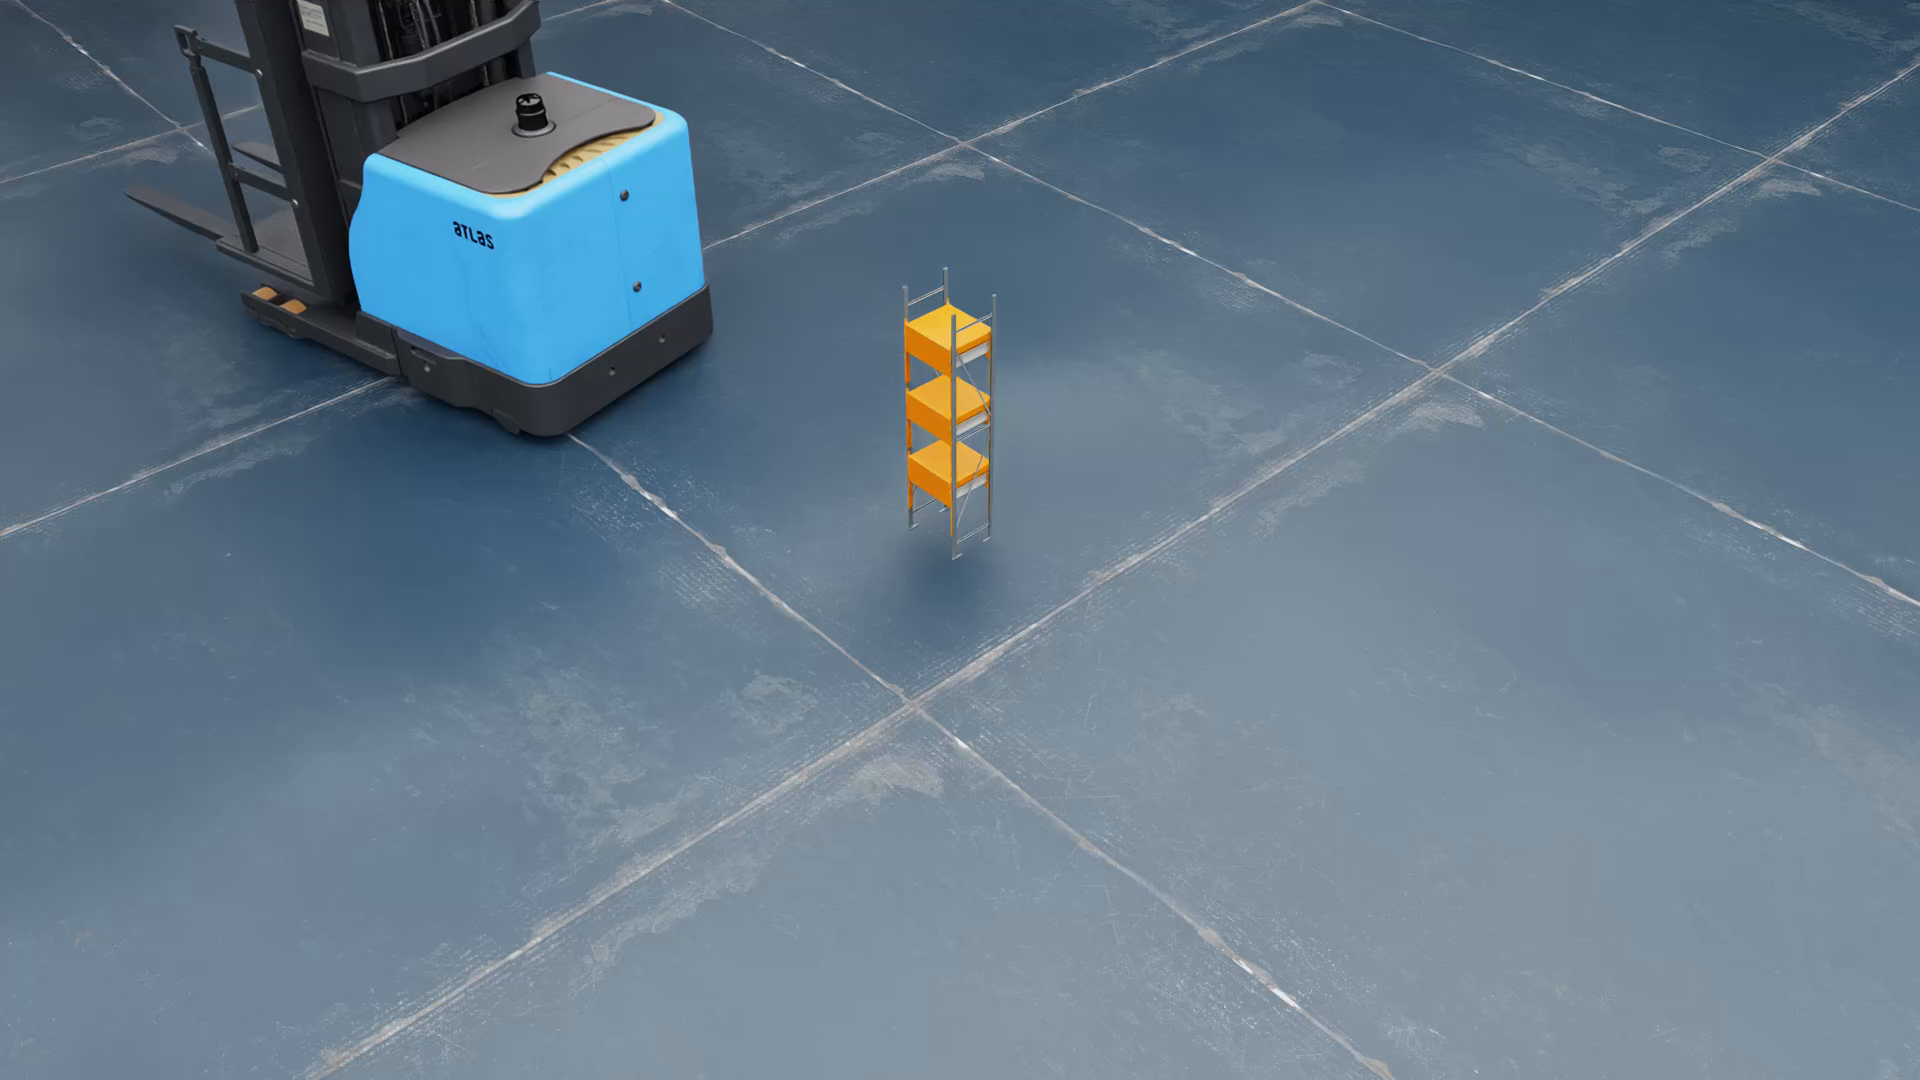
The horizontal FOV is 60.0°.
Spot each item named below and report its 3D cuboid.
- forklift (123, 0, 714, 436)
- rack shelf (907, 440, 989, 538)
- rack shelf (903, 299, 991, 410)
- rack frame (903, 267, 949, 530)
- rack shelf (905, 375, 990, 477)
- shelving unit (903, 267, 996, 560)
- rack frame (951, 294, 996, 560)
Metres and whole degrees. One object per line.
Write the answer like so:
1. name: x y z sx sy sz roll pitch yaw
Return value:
1. forklift: -2.581 -2.281 6.742 3.031 2.935 1.130 23 44 26
2. rack shelf: -0.036 -0.209 6.132 0.215 0.259 0.240 -30 48 -32
3. rack shelf: -0.036 -0.646 5.779 0.215 0.259 0.240 -30 48 -32
4. rack frame: -0.119 -0.490 6.021 0.200 1.050 0.008 -30 48 -32
5. rack shelf: -0.036 -0.425 5.957 0.215 0.259 0.240 -30 48 -32
6. shelving unit: -0.036 -0.433 5.951 0.215 1.050 0.252 -30 48 -32
7. rack frame: 0.046 -0.377 5.881 0.200 1.050 0.008 -30 48 -32
